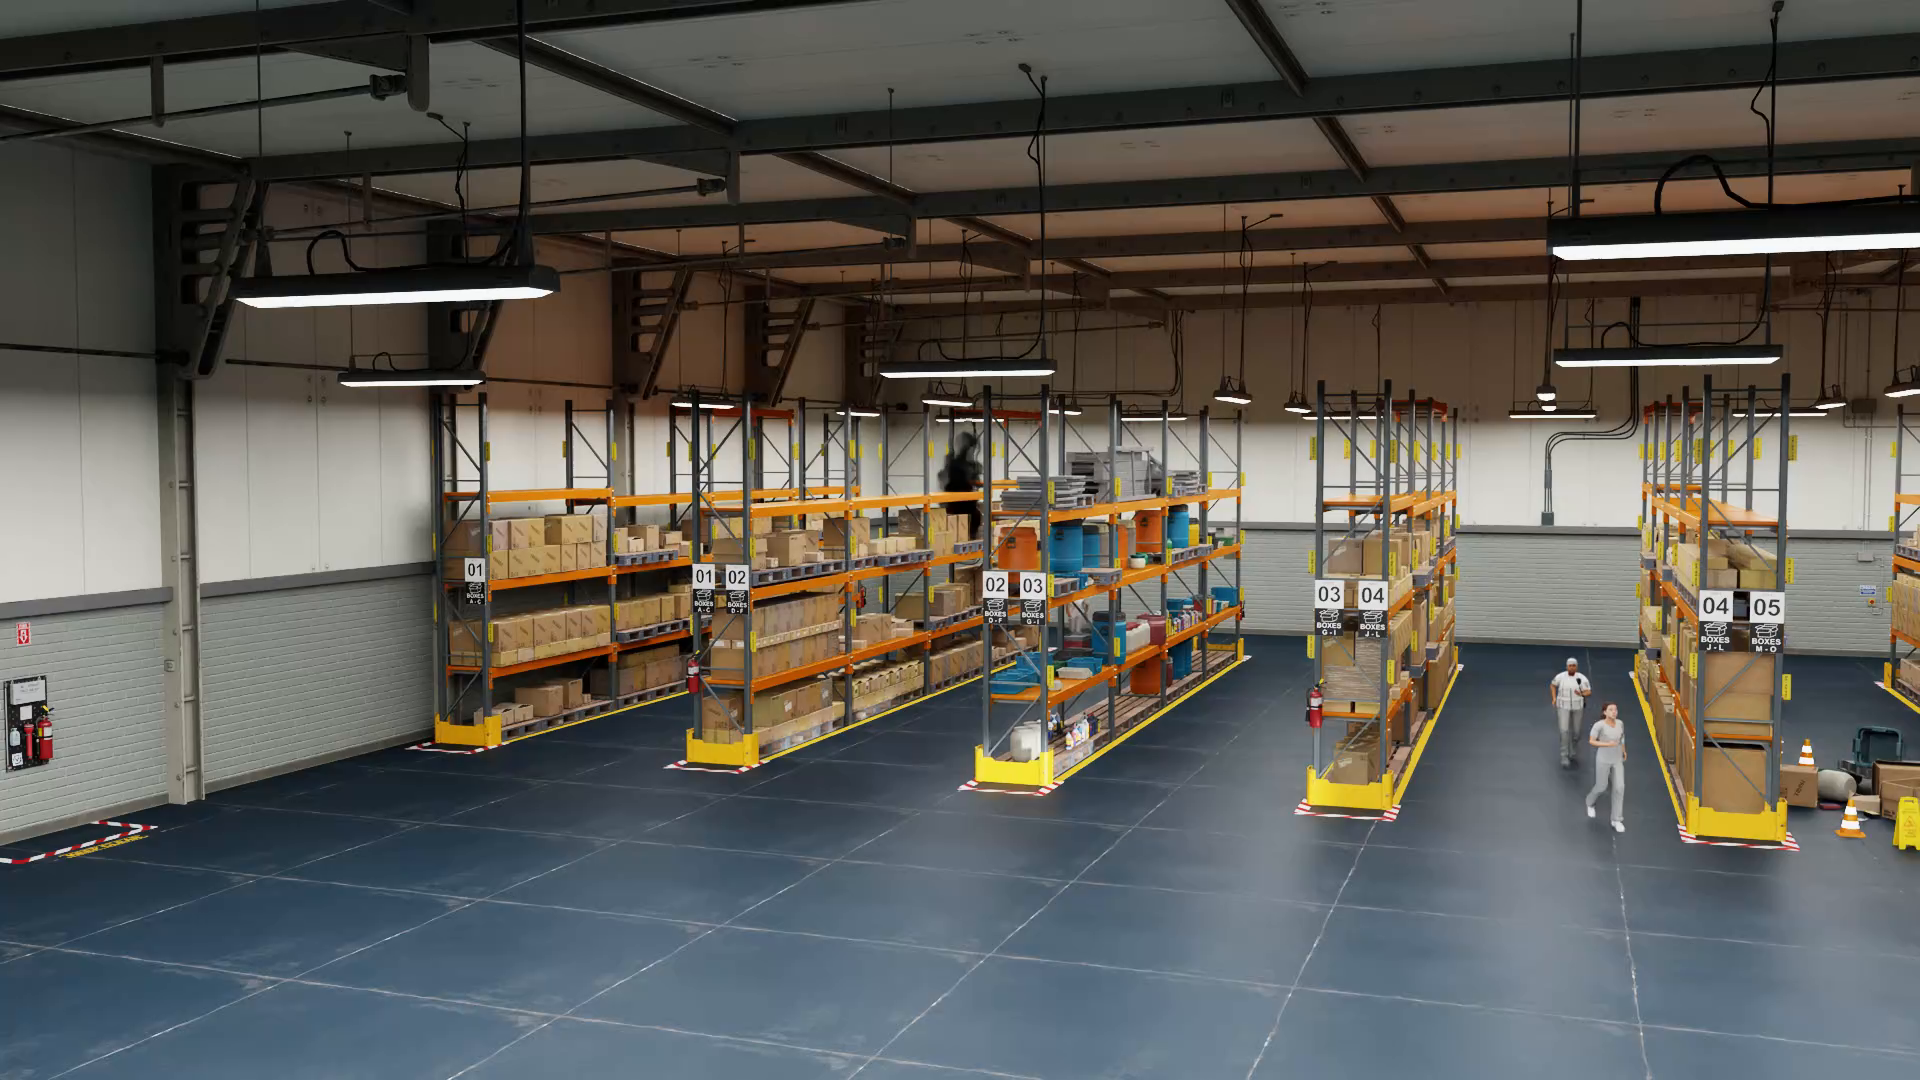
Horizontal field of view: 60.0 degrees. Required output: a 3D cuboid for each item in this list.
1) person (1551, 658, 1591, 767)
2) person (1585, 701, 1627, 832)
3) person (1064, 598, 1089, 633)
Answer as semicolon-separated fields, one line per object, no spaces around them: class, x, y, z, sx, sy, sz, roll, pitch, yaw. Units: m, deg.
person;9.813;2.732;26.712;0.596;1.684;0.870;1;3;15
person;8.632;2.972;22.165;0.597;1.678;0.892;0;3;-8
person;2.742;1.807;39.045;0.586;1.682;0.592;0;3;3
